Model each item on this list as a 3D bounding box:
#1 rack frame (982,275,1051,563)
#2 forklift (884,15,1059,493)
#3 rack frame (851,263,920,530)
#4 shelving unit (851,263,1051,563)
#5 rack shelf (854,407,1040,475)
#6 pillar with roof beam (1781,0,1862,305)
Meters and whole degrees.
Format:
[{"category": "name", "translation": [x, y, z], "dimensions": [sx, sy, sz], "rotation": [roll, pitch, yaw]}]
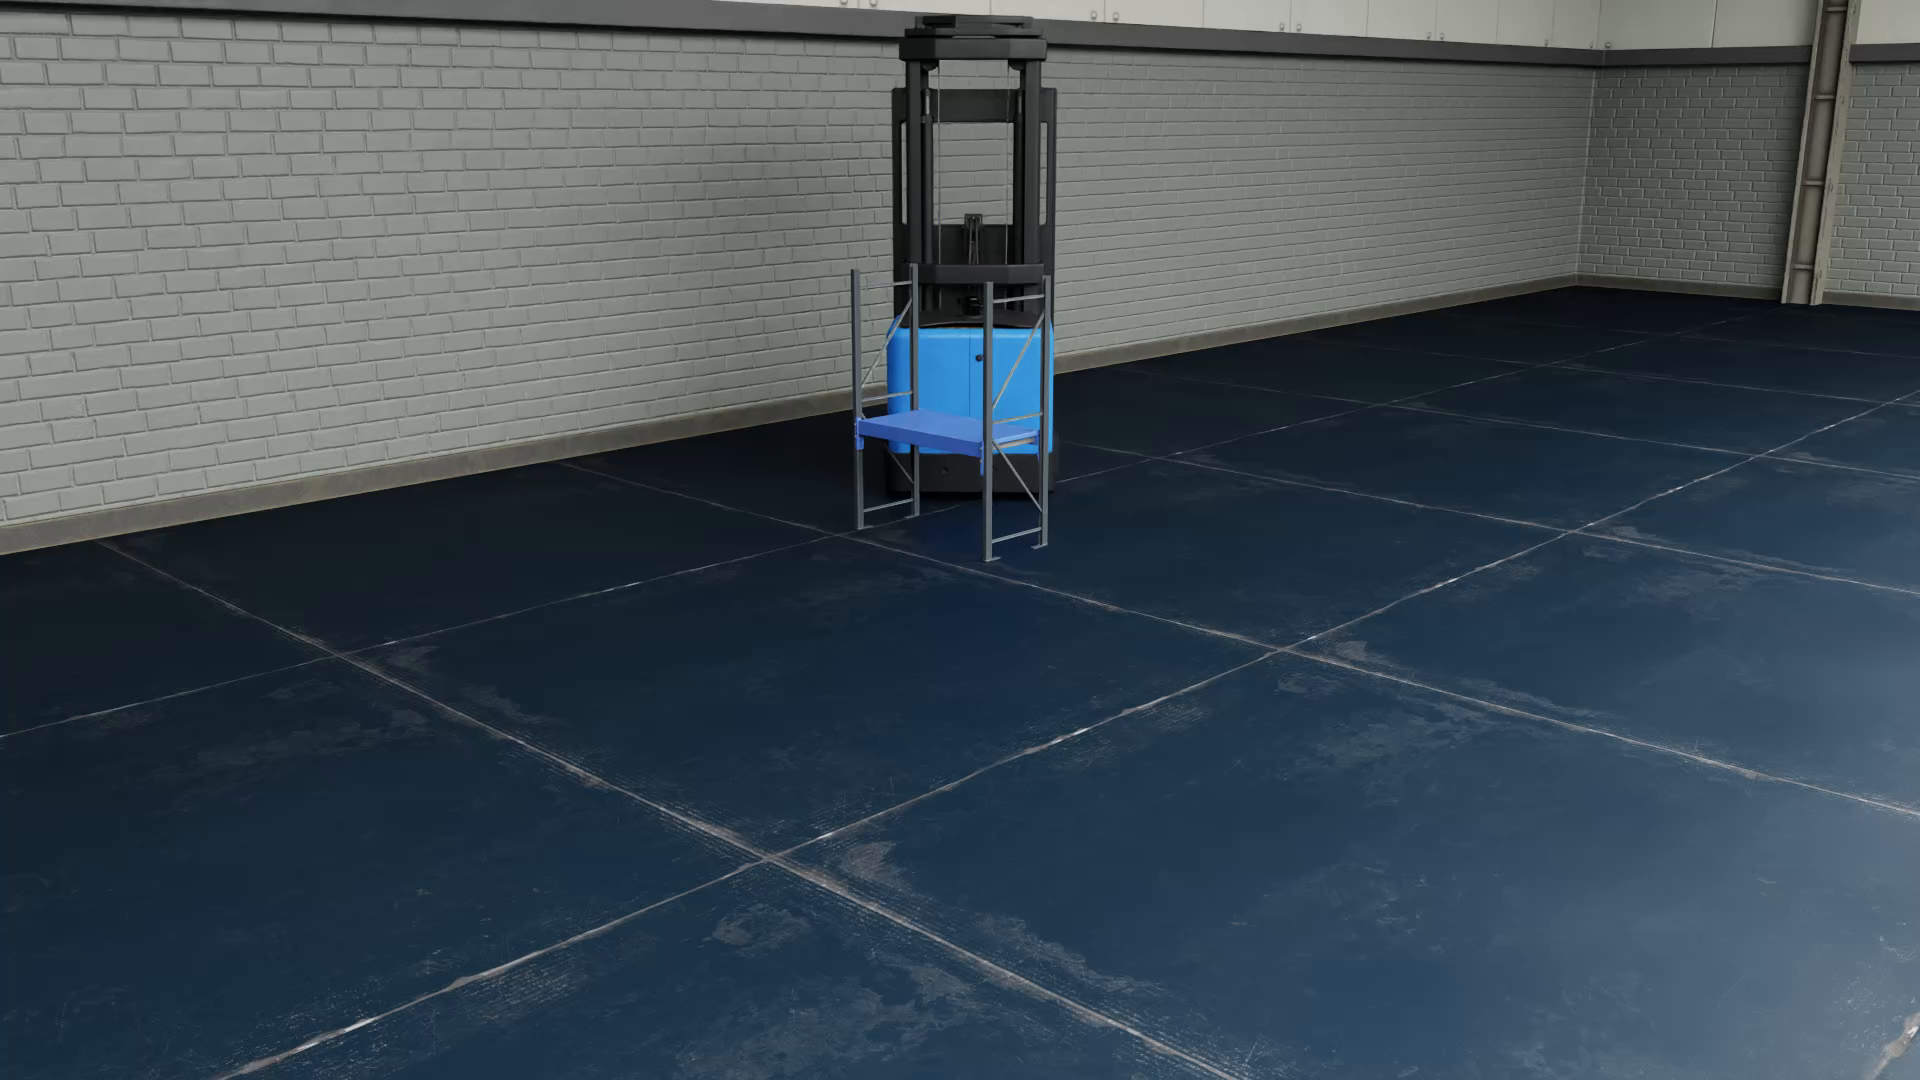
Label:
[{"category": "rack frame", "translation": [0.305, -0.652, 8.959], "dimensions": [0.032, 1.500, 0.500], "rotation": [14, 20, 42]}, {"category": "forklift", "translation": [0.101, -2.024, 11.388], "dimensions": [1.130, 2.935, 3.031], "rotation": [0, 15, 2]}, {"category": "rack frame", "translation": [-0.427, -0.830, 9.642], "dimensions": [0.032, 1.500, 0.500], "rotation": [14, 20, 42]}, {"category": "shelving unit", "translation": [-0.061, -0.741, 9.300], "dimensions": [1.048, 1.500, 0.538], "rotation": [14, 20, 42]}, {"category": "rack shelf", "translation": [-0.061, -0.567, 9.346], "dimensions": [1.000, 0.185, 0.538], "rotation": [14, 20, 42]}, {"category": "pillar with roof beam", "translation": [7.542, -6.538, 16.677], "dimensions": [0.400, 9.000, 9.100], "rotation": [14, 20, 42]}]
